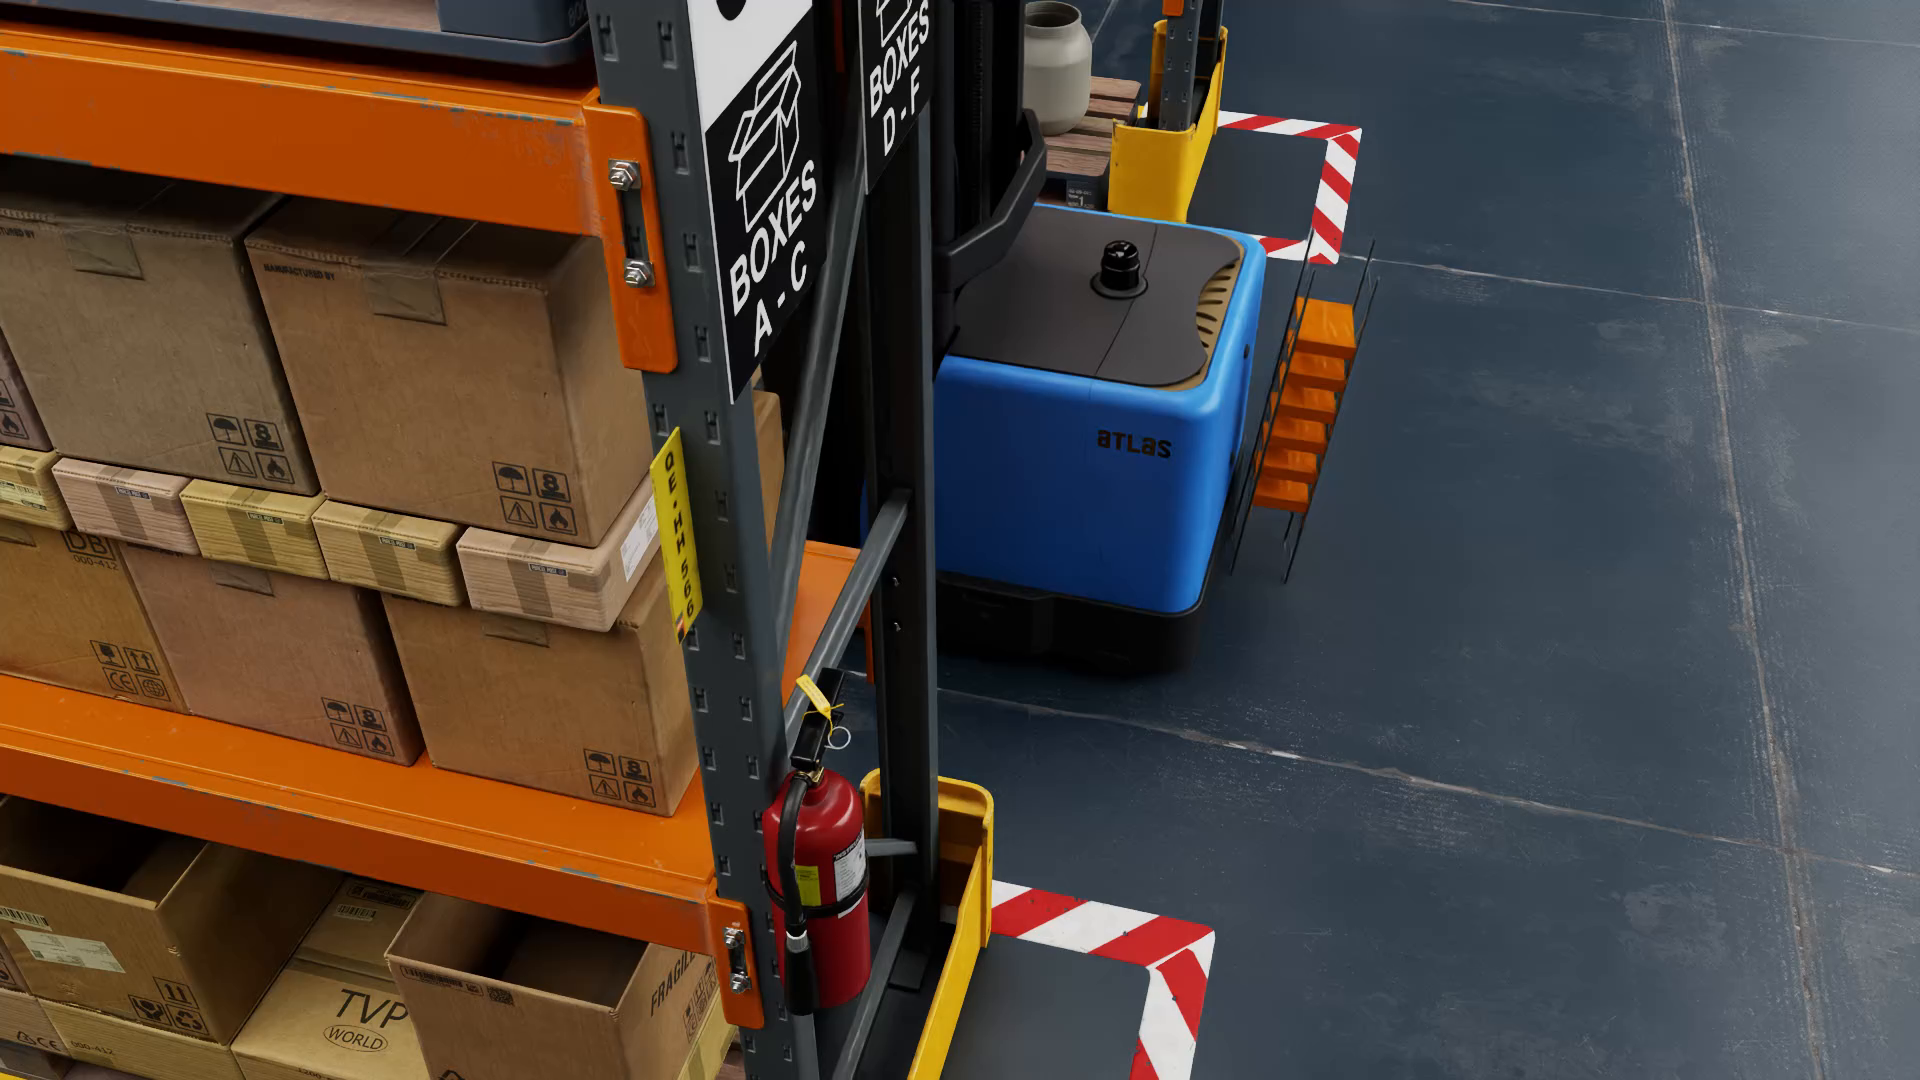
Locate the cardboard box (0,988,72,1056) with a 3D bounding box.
[{"bbox_3d":[-2.288,0.941,4.108,0.500,0.250,0.500,10,41,11],"label":"cardboard box"}]

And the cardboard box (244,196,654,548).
[{"bbox_3d":[-0.740,-0.433,2.846,0.500,0.500,0.700,10,41,12],"label":"cardboard box"}]

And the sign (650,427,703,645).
[{"bbox_3d":[-0.395,-0.003,2.336,0.005,0.325,0.100,10,41,11],"label":"sign"}]

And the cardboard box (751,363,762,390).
[{"bbox_3d":[-0.565,-0.289,3.180,0.250,0.149,0.380,9,41,11],"label":"cardboard box"}]

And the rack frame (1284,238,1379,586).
[{"bbox_3d":[1.163,-0.375,5.267,0.006,1.200,0.240,9,41,2],"label":"rack frame"}]

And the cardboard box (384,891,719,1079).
[{"bbox_3d":[-0.836,0.897,3.577,0.500,0.500,0.500,10,41,11],"label":"cardboard box"}]

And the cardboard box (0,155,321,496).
[{"bbox_3d":[-1.250,-0.517,2.946,0.500,0.500,0.700,9,41,10],"label":"cardboard box"}]

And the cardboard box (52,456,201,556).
[{"bbox_3d":[-1.402,-0.163,3.030,0.250,0.149,0.380,10,41,12],"label":"cardboard box"}]

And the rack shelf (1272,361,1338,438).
[{"bbox_3d":[1.080,-0.447,5.222,0.180,0.103,0.258,9,41,2],"label":"rack shelf"}]

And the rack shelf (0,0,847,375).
[{"bbox_3d":[-2.173,-1.009,2.846,4.000,0.370,1.077,10,41,11],"label":"rack shelf"}]

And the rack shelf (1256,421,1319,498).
[{"bbox_3d":[1.057,-0.266,5.378,0.180,0.103,0.258,9,41,2],"label":"rack shelf"}]

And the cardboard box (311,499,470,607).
[{"bbox_3d":[-0.913,-0.078,2.928,0.250,0.149,0.380,11,41,13],"label":"cardboard box"}]

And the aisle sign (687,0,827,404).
[{"bbox_3d":[-0.254,-0.605,2.117,0.004,0.787,0.394,10,41,11],"label":"aisle sign"}]

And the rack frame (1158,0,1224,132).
[{"bbox_3d":[1.043,-2.880,6.847,0.127,3.000,1.000,10,41,11],"label":"rack frame"}]

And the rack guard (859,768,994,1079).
[{"bbox_3d":[-0.218,1.158,3.983,0.348,0.500,1.175,10,41,11],"label":"rack guard"}]

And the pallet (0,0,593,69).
[{"bbox_3d":[-0.918,-1.052,2.406,1.213,0.211,1.003,10,41,11],"label":"pallet"}]

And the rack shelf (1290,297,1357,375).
[{"bbox_3d":[1.103,-0.628,5.066,0.180,0.103,0.258,9,41,2],"label":"rack shelf"}]

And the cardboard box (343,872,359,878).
[{"bbox_3d":[-1.669,0.697,4.399,0.500,0.250,0.500,10,41,11],"label":"cardboard box"}]

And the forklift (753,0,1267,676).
[{"bbox_3d":[-0.599,-1.236,4.943,3.031,2.935,1.130,11,41,13],"label":"forklift"}]

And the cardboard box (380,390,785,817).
[{"bbox_3d":[-0.689,0.073,3.253,0.500,0.500,0.700,10,41,11],"label":"cardboard box"}]

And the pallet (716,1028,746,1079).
[{"bbox_3d":[-0.991,1.163,4.201,1.213,0.211,1.003,10,41,11],"label":"pallet"}]

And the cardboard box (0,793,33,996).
[{"bbox_3d":[-2.289,0.656,3.864,0.500,0.500,0.500,10,41,11],"label":"cardboard box"}]

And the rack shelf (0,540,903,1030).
[{"bbox_3d":[-2.173,0.140,3.811,4.000,0.370,1.077,10,41,11],"label":"rack shelf"}]

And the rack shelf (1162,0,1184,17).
[{"bbox_3d":[-0.889,-2.937,7.474,4.000,0.370,1.077,10,41,11],"label":"rack shelf"}]

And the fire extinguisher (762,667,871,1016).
[{"bbox_3d":[-0.247,0.535,2.841,0.183,0.674,0.296,10,41,11],"label":"fire extinguisher"}]

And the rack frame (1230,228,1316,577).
[{"bbox_3d":[0.983,-0.405,5.275,0.006,1.200,0.240,9,41,2],"label":"rack frame"}]

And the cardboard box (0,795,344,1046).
[{"bbox_3d":[-1.806,0.740,3.765,0.500,0.500,0.500,10,41,11],"label":"cardboard box"}]

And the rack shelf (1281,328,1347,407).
[{"bbox_3d":[1.092,-0.537,5.144,0.180,0.103,0.258,9,41,2],"label":"rack shelf"}]

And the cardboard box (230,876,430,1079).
[{"bbox_3d":[-1.322,1.108,3.910,0.500,0.250,0.500,10,41,11],"label":"cardboard box"}]

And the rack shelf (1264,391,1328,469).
[{"bbox_3d":[1.069,-0.356,5.300,0.180,0.103,0.258,9,41,2],"label":"rack shelf"}]

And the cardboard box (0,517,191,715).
[{"bbox_3d":[-1.676,-0.098,3.456,0.500,0.500,0.700,10,41,12],"label":"cardboard box"}]

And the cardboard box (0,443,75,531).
[{"bbox_3d":[-1.656,-0.207,3.082,0.250,0.149,0.380,11,41,13],"label":"cardboard box"}]

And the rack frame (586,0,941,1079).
[{"bbox_3d":[-0.241,0.197,3.183,0.127,3.000,1.000,10,41,11],"label":"rack frame"}]

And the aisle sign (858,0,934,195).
[{"bbox_3d":[-0.099,-0.978,2.561,0.004,0.787,0.394,10,41,11],"label":"aisle sign"}]

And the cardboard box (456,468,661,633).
[{"bbox_3d":[-0.660,-0.035,2.877,0.250,0.149,0.380,9,41,11],"label":"cardboard box"}]

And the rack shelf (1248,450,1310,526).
[{"bbox_3d":[1.045,-0.175,5.456,0.180,0.103,0.258,9,41,2],"label":"rack shelf"}]

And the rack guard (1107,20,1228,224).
[{"bbox_3d":[0.957,-1.906,7.631,0.348,0.500,1.175,10,41,11],"label":"rack guard"}]

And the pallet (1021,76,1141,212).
[{"bbox_3d":[0.174,-1.934,7.889,1.213,0.211,1.003,10,41,11],"label":"pallet"}]

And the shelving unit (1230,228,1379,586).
[{"bbox_3d":[1.073,-0.390,5.271,0.189,1.200,0.258,9,41,2],"label":"shelving unit"}]

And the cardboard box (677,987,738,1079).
[{"bbox_3d":[-0.836,1.183,3.820,0.500,0.250,0.500,10,41,11],"label":"cardboard box"}]

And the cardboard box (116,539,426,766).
[{"bbox_3d":[-1.198,-0.011,3.353,0.500,0.500,0.700,11,41,13],"label":"cardboard box"}]

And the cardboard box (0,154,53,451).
[{"bbox_3d":[-1.737,-0.600,3.046,0.500,0.500,0.700,10,41,12],"label":"cardboard box"}]

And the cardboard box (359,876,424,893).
[{"bbox_3d":[-1.186,0.781,4.300,0.500,0.250,0.500,10,41,11],"label":"cardboard box"}]

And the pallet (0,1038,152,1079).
[{"bbox_3d":[-2.166,0.959,4.444,1.213,0.211,1.003,10,41,11],"label":"pallet"}]

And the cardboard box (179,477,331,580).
[{"bbox_3d":[-1.160,-0.120,2.979,0.250,0.149,0.380,9,41,11],"label":"cardboard box"}]

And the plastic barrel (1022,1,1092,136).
[{"bbox_3d":[0.387,-2.150,7.586,0.421,0.512,0.421,0,40,0],"label":"plastic barrel"}]

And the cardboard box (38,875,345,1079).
[{"bbox_3d":[-1.805,1.026,4.008,0.500,0.250,0.500,10,41,11],"label":"cardboard box"}]
